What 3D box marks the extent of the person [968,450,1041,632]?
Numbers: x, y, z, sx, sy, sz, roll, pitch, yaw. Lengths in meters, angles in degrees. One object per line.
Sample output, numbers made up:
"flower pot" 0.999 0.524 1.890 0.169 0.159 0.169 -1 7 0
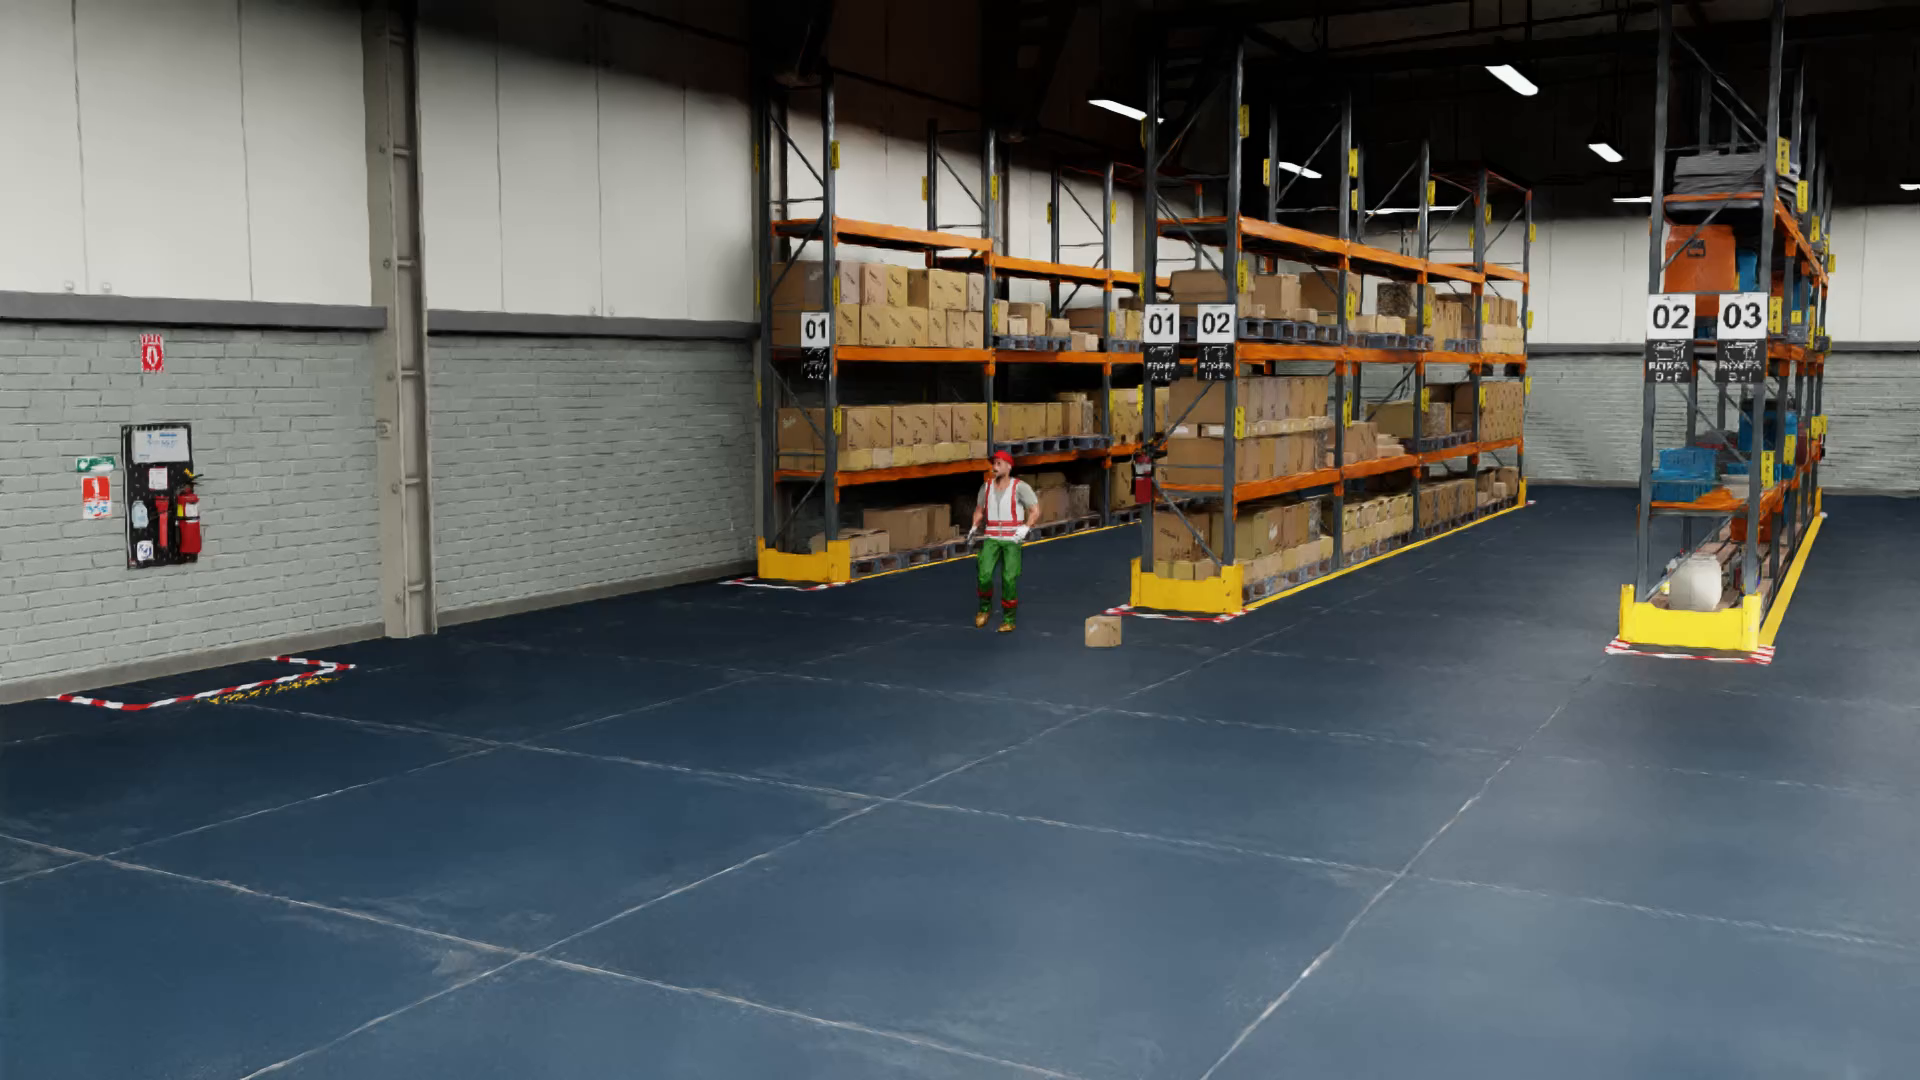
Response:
"person" 0.417 0.012 16.010 0.711 1.752 0.513 1 6 14
